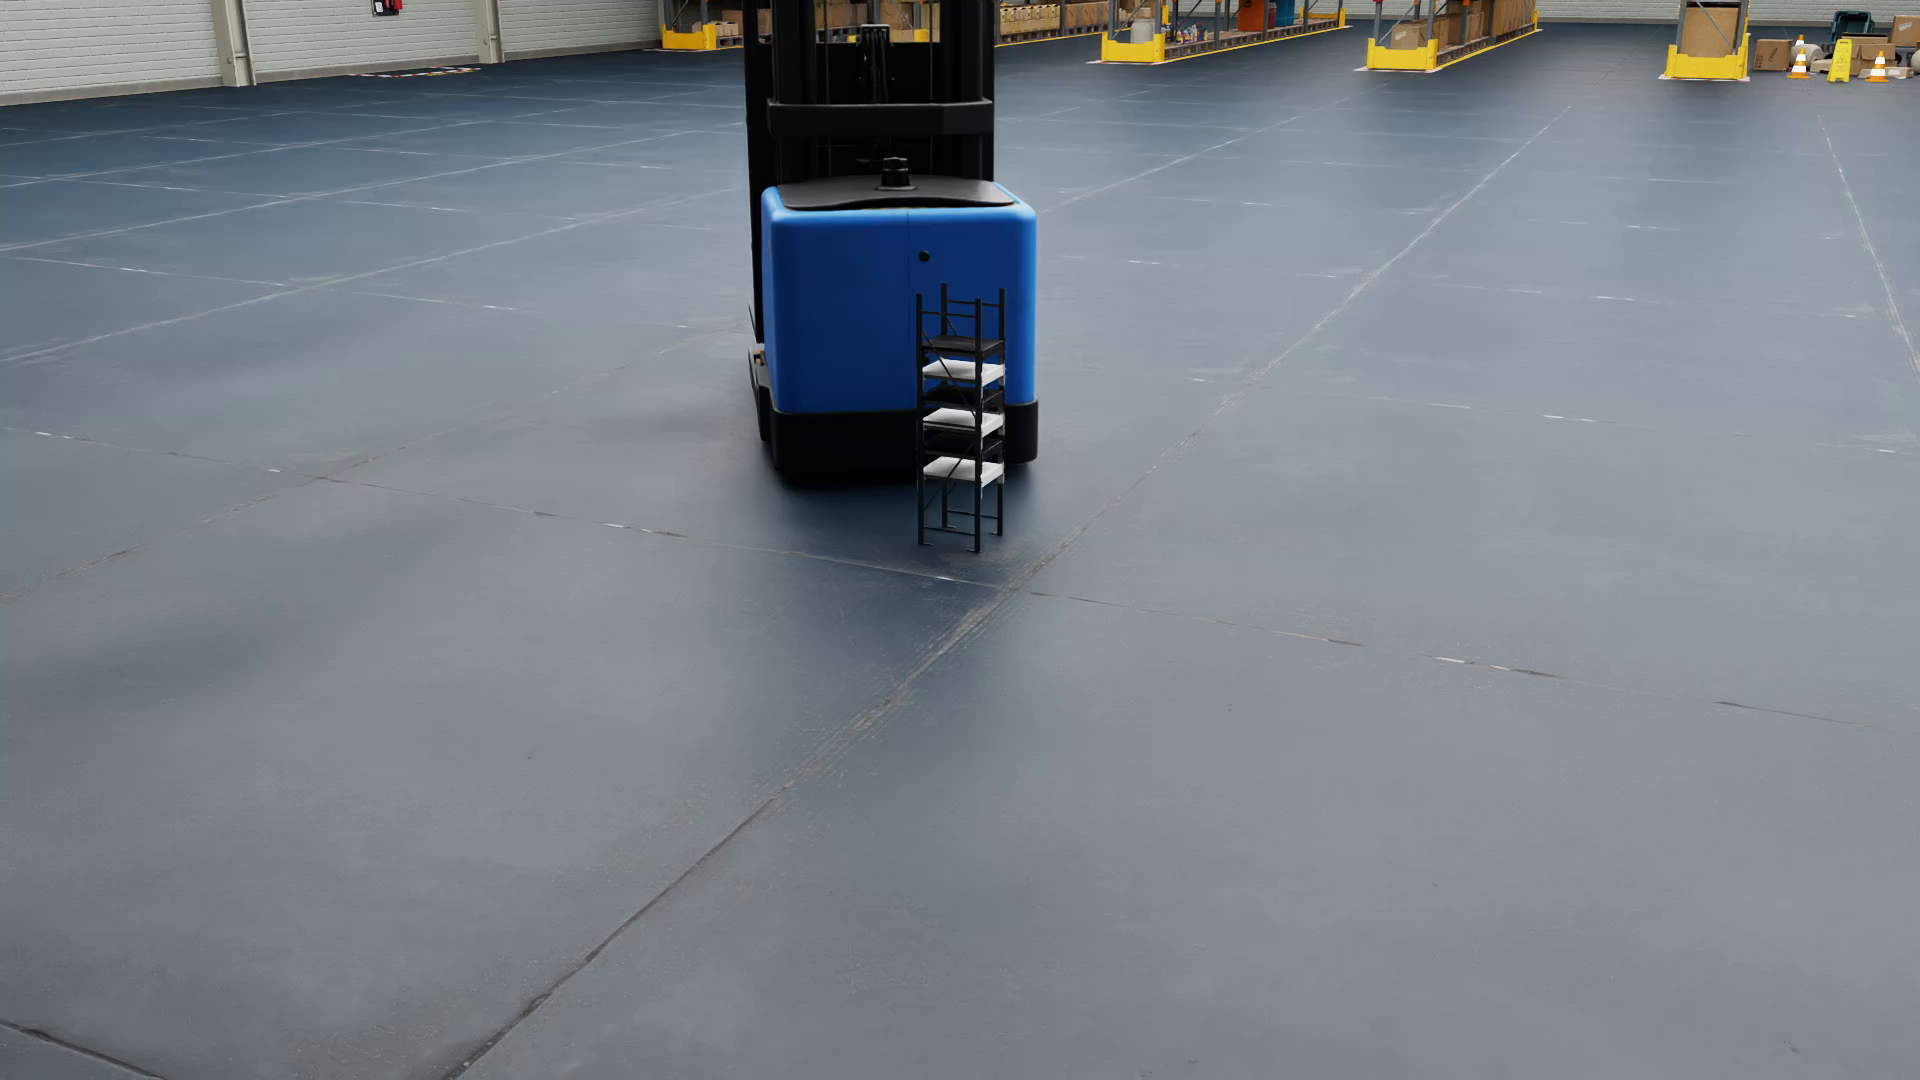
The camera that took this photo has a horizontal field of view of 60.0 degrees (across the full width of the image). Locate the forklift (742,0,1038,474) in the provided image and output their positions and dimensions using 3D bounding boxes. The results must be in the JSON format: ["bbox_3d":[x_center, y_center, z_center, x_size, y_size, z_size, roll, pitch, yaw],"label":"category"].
[{"bbox_3d":[-0.432,-2.094,7.484,1.130,2.935,3.031,-3,20,-9],"label":"forklift"}]

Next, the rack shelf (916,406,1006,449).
[{"bbox_3d":[0.003,-0.395,5.836,0.258,0.077,0.200,9,21,23],"label":"rack shelf"}]

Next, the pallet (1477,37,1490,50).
[{"bbox_3d":[10.746,-10.657,35.621,1.003,0.211,1.213,9,21,23],"label":"pallet"}]

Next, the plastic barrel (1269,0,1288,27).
[{"bbox_3d":[7.659,-12.941,40.385,0.600,0.901,0.708,9,21,23],"label":"plastic barrel"}]

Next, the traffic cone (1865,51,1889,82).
[{"bbox_3d":[14.680,-7.566,26.553,0.336,0.463,0.334,9,21,23],"label":"traffic cone"}]

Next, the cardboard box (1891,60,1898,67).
[{"bbox_3d":[16.179,-8.384,29.149,0.258,0.266,0.396,-5,20,-15],"label":"cardboard box"}]

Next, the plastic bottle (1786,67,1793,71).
[{"bbox_3d":[14.474,-8.145,28.781,0.283,0.061,0.133,1,20,4],"label":"plastic bottle"}]

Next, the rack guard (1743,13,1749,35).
[{"bbox_3d":[18.796,-12.743,41.054,1.175,0.500,0.348,9,21,23],"label":"rack guard"}]

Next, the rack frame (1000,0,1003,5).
[{"bbox_3d":[0.787,-16.694,48.434,1.000,3.000,0.127,9,21,23],"label":"rack frame"}]

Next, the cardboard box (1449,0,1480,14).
[{"bbox_3d":[10.613,-11.220,34.997,0.500,0.250,0.500,11,22,29],"label":"cardboard box"}]

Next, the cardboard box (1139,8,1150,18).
[{"bbox_3d":[4.893,-14.441,45.546,0.500,0.250,0.500,9,21,23],"label":"cardboard box"}]

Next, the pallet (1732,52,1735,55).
[{"bbox_3d":[13.530,-8.740,30.229,1.003,0.211,1.213,9,21,23],"label":"pallet"}]

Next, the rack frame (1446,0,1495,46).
[{"bbox_3d":[11.068,-12.210,35.824,1.000,3.000,0.127,9,21,23],"label":"rack frame"}]

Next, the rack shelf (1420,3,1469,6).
[{"bbox_3d":[10.249,-11.259,34.226,1.077,0.370,4.000,9,21,23],"label":"rack shelf"}]

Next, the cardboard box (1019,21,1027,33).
[{"bbox_3d":[1.205,-11.654,37.738,0.500,0.250,0.500,8,21,21],"label":"cardboard box"}]

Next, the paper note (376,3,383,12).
[{"bbox_3d":[-9.907,-9.092,28.372,0.016,0.148,0.142,9,21,23],"label":"paper note"}]

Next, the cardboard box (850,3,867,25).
[{"bbox_3d":[-2.737,-13.051,41.264,0.700,0.500,0.500,9,21,23],"label":"cardboard box"}]

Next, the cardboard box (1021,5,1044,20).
[{"bbox_3d":[1.625,-12.229,38.519,0.500,0.311,0.500,8,21,22],"label":"cardboard box"}]

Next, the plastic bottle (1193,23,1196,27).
[{"bbox_3d":[4.779,-10.409,34.058,0.144,0.351,0.185,9,21,23],"label":"plastic bottle"}]

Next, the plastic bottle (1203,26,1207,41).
[{"bbox_3d":[5.015,-10.402,34.138,0.061,0.283,0.133,10,22,25],"label":"plastic bottle"}]

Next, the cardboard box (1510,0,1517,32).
[{"bbox_3d":[12.097,-12.158,38.222,1.225,0.875,0.875,8,21,21],"label":"cardboard box"}]

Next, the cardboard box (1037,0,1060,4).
[{"bbox_3d":[2.219,-13.289,40.814,0.500,0.250,0.500,9,22,25],"label":"cardboard box"}]

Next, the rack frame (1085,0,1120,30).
[{"bbox_3d":[3.669,-14.793,43.088,1.000,3.000,0.127,9,21,23],"label":"rack frame"}]

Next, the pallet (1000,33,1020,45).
[{"bbox_3d":[0.660,-11.264,37.327,1.003,0.211,1.213,9,21,23],"label":"pallet"}]

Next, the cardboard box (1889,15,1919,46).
[{"bbox_3d":[16.834,-9.041,29.516,0.500,0.500,0.500,9,21,23],"label":"cardboard box"}]

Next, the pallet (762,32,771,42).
[{"bbox_3d":[-4.370,-11.502,37.996,1.003,0.211,1.213,9,21,23],"label":"pallet"}]

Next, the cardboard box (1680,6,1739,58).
[{"bbox_3d":[12.493,-8.466,27.841,0.875,0.875,0.875,9,21,23],"label":"cardboard box"}]

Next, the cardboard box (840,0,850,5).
[{"bbox_3d":[-3.027,-13.239,40.673,0.500,0.250,0.500,9,21,24],"label":"cardboard box"}]

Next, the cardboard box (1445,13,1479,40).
[{"bbox_3d":[10.370,-10.686,34.614,0.700,0.500,0.500,11,22,27],"label":"cardboard box"}]

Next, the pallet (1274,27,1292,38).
[{"bbox_3d":[7.335,-12.194,39.941,1.003,0.211,1.213,9,21,23],"label":"pallet"}]

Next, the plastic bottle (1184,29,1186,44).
[{"bbox_3d":[4.440,-9.982,32.975,0.097,0.271,0.097,0,20,0],"label":"plastic bottle"}]

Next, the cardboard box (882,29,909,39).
[{"bbox_3d":[-1.294,-10.231,33.739,0.500,0.250,0.500,9,21,23],"label":"cardboard box"}]

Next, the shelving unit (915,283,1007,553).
[{"bbox_3d":[0.003,-0.426,5.825,0.258,0.900,0.210,9,21,23],"label":"shelving unit"}]

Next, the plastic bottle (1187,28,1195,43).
[{"bbox_3d":[4.629,-10.148,33.434,0.152,0.276,0.135,9,21,24],"label":"plastic bottle"}]

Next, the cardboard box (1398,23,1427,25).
[{"bbox_3d":[8.276,-9.160,30.354,0.500,0.500,0.500,15,25,37],"label":"cardboard box"}]

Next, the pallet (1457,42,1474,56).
[{"bbox_3d":[9.747,-9.911,33.523,1.003,0.211,1.213,9,21,23],"label":"pallet"}]

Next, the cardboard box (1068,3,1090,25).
[{"bbox_3d":[2.898,-13.013,41.157,0.500,0.500,0.500,8,21,22],"label":"cardboard box"}]

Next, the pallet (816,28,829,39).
[{"bbox_3d":[-3.810,-11.950,39.257,1.003,0.211,1.213,9,21,23],"label":"pallet"}]

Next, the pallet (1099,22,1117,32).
[{"bbox_3d":[3.371,-13.225,42.842,1.003,0.211,1.213,9,21,23],"label":"pallet"}]

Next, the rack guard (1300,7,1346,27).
[{"bbox_3d":[9.823,-14.166,45.057,1.175,0.500,0.348,9,21,23],"label":"rack guard"}]

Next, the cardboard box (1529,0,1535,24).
[{"bbox_3d":[14.154,-13.645,42.406,0.875,0.875,0.875,9,21,23],"label":"cardboard box"}]

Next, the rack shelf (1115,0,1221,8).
[{"bbox_3d":[4.092,-10.716,32.699,1.077,0.370,4.000,9,21,23],"label":"rack shelf"}]

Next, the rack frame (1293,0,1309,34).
[{"bbox_3d":[8.187,-14.112,41.174,1.000,3.000,0.127,9,21,23],"label":"rack frame"}]

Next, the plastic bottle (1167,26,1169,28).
[{"bbox_3d":[4.273,-10.451,34.287,0.152,0.276,0.135,9,22,25],"label":"plastic bottle"}]
